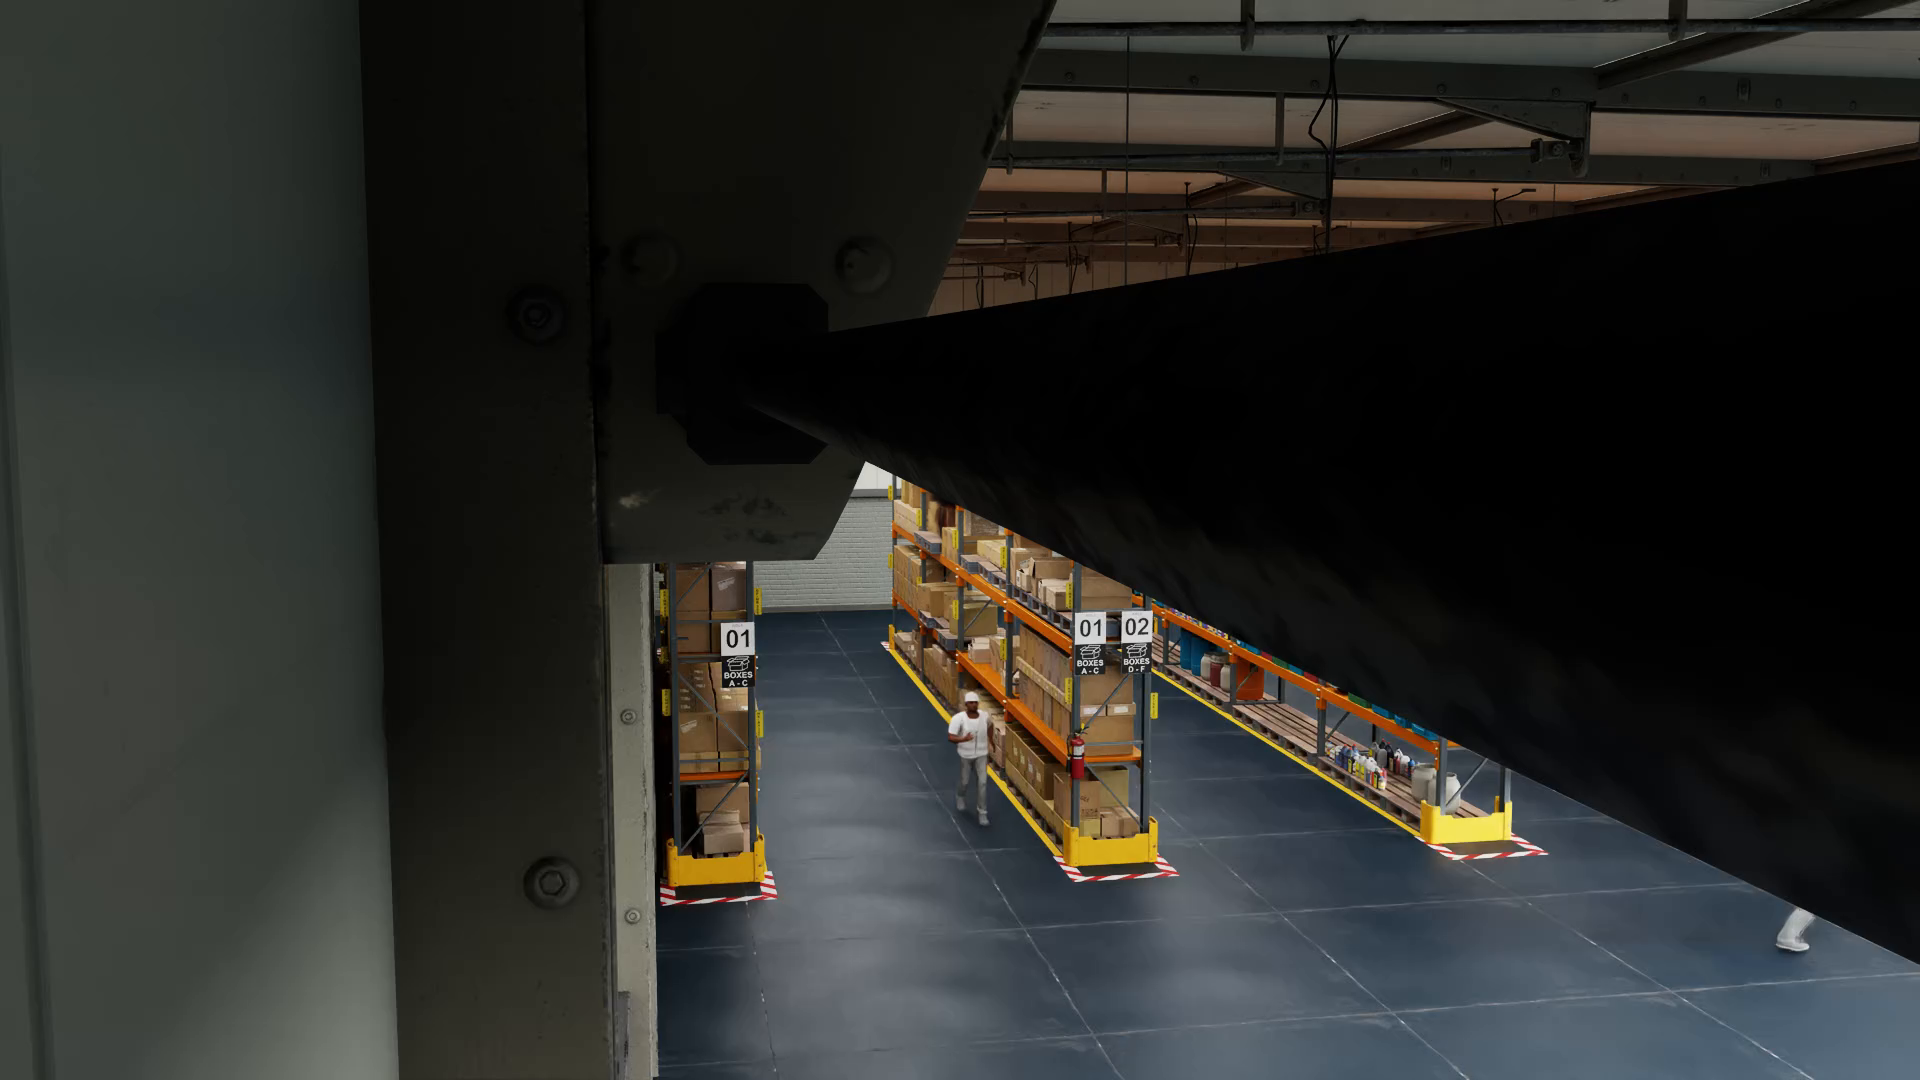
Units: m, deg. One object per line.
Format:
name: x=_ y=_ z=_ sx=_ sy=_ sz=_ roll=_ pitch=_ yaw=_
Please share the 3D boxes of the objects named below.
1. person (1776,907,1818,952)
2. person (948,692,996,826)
person: x=9.097 y=3.547 z=17.752 sx=0.651 sy=1.789 sz=0.645 roll=2 pitch=6 yaw=14
person: x=0.172 y=2.958 z=22.842 sx=0.697 sy=1.760 sz=0.977 roll=-2 pitch=6 yaw=-14
